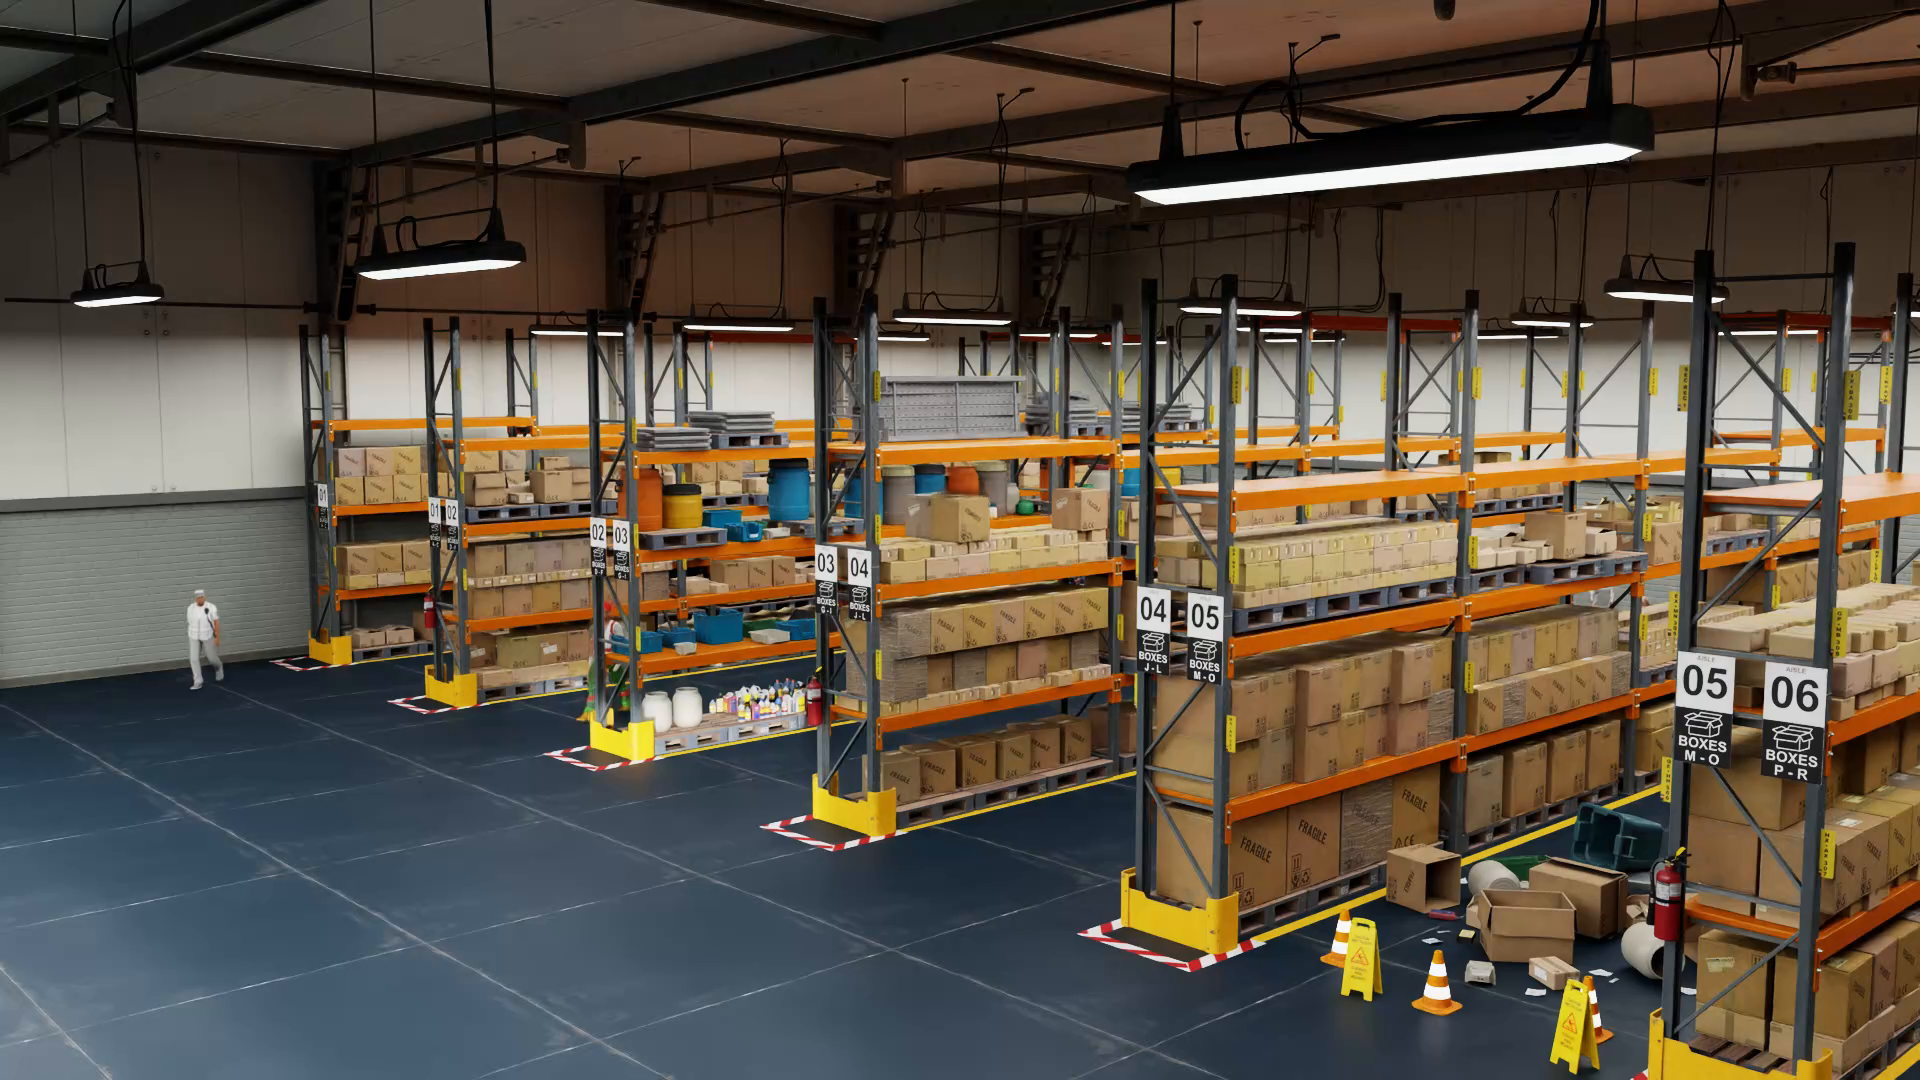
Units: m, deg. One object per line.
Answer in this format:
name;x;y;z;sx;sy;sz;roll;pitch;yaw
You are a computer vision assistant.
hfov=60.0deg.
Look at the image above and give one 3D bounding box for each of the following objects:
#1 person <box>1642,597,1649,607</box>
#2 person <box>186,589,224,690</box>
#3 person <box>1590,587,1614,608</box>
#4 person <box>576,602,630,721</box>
person;10.300;1.728;25.269;1.103;1.718;0.628;-5;8;-42
person;-12.385;1.590;27.272;0.482;1.626;0.805;-1;6;-6
person;11.850;1.251;30.744;0.428;1.589;0.451;0;6;-1
person;-5.285;1.778;24.722;0.632;1.720;1.093;2;6;20
